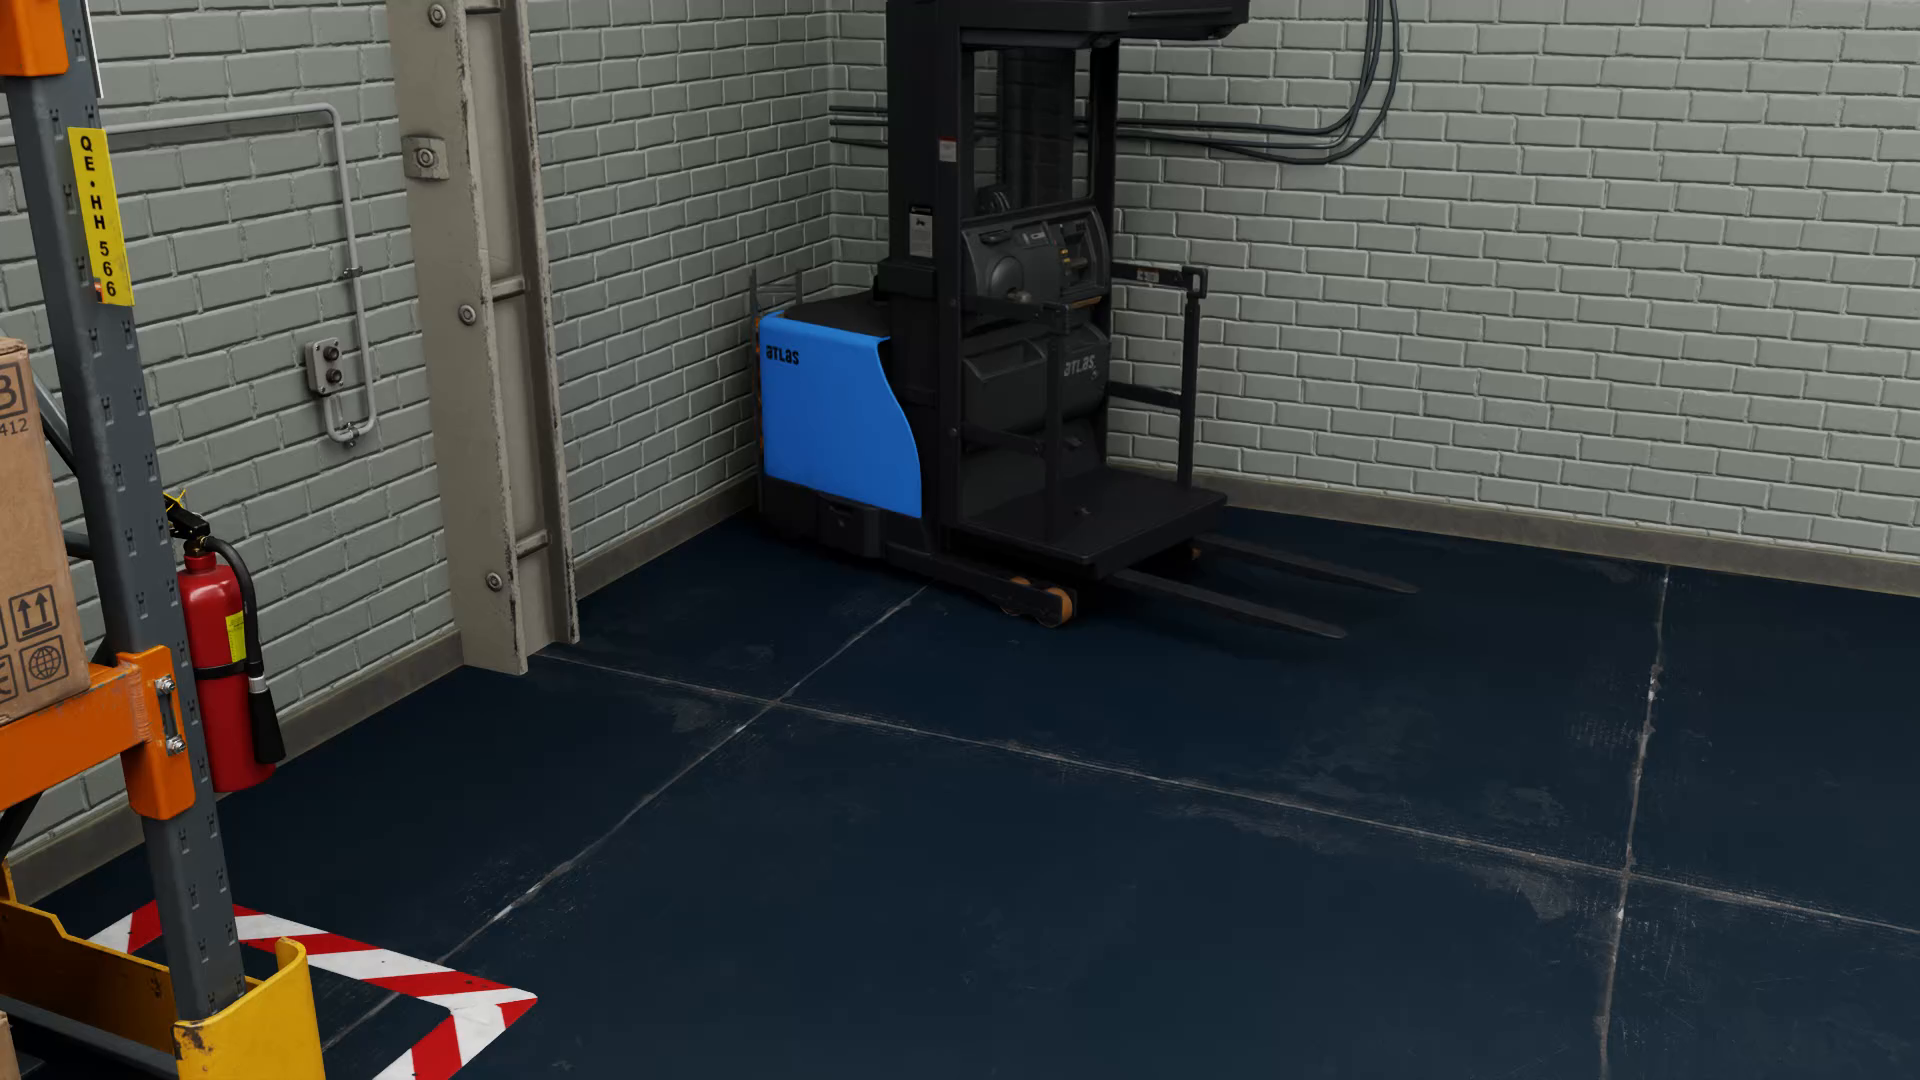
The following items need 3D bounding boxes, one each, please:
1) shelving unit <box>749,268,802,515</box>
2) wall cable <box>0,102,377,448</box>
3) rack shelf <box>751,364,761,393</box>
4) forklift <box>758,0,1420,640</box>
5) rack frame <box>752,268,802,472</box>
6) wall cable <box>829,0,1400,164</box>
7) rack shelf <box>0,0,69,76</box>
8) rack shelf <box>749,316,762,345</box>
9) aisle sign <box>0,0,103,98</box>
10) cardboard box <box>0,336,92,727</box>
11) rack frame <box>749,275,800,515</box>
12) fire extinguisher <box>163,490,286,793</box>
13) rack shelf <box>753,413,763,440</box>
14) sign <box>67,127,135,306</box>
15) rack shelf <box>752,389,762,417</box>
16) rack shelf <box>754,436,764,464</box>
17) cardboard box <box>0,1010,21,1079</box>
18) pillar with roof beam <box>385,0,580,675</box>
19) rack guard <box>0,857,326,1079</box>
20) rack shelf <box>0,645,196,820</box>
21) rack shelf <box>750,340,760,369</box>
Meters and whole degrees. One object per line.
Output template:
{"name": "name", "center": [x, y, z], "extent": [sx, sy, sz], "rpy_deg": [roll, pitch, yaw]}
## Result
{"name": "shelving unit", "center": [-0.891, -0.726, 8.216], "extent": [0.258, 1.200, 0.189], "rpy_deg": [-1, 19, -2]}
{"name": "wall cable", "center": [-2.431, -1.022, 4.850], "extent": [0.084, 1.984, 1.851], "rpy_deg": [9, 21, 23]}
{"name": "rack shelf", "center": [-0.891, -0.797, 8.191], "extent": [0.258, 0.103, 0.180], "rpy_deg": [-1, 19, -2]}
{"name": "forklift", "center": [0.498, -1.214, 7.009], "extent": [3.031, 2.935, 1.130], "rpy_deg": [16, 25, 38]}
{"name": "rack frame", "center": [-0.895, -0.756, 8.302], "extent": [0.240, 1.200, 0.006], "rpy_deg": [-1, 19, -2]}
{"name": "wall cable", "center": [0.550, -3.066, 7.793], "extent": [3.097, 2.526, 0.112], "rpy_deg": [9, 21, 23]}
{"name": "rack shelf", "center": [-2.911, -0.485, 1.453], "extent": [1.077, 0.370, 4.000], "rpy_deg": [9, 21, 23]}
{"name": "rack shelf", "center": [-0.891, -1.024, 8.113], "extent": [0.258, 0.103, 0.180], "rpy_deg": [-1, 19, -2]}
{"name": "aisle sign", "center": [-1.789, -1.228, 3.065], "extent": [0.394, 0.787, 0.004], "rpy_deg": [9, 21, 23]}
{"name": "cardboard box", "center": [-2.292, -0.006, 3.062], "extent": [0.980, 0.700, 0.700], "rpy_deg": [10, 22, 25]}
{"name": "rack frame", "center": [-0.887, -0.696, 8.130], "extent": [0.240, 1.200, 0.006], "rpy_deg": [-1, 19, -2]}
{"name": "fire extinguisher", "center": [-1.609, 0.207, 3.581], "extent": [0.296, 0.674, 0.183], "rpy_deg": [9, 21, 23]}
{"name": "rack shelf", "center": [-0.891, -0.570, 8.269], "extent": [0.258, 0.103, 0.180], "rpy_deg": [-1, 19, -2]}
{"name": "sign", "center": [-1.603, -0.600, 3.099], "extent": [0.100, 0.325, 0.005], "rpy_deg": [9, 21, 23]}
{"name": "rack shelf", "center": [-0.891, -0.684, 8.230], "extent": [0.258, 0.103, 0.180], "rpy_deg": [-1, 19, -2]}
{"name": "rack shelf", "center": [-0.891, -0.457, 8.308], "extent": [0.258, 0.103, 0.180], "rpy_deg": [-1, 19, -2]}
{"name": "cardboard box", "center": [-2.287, 1.186, 3.262], "extent": [0.700, 0.500, 0.500], "rpy_deg": [9, 21, 23]}
{"name": "pillar with roof beam", "center": [2.152, -3.202, 3.543], "extent": [9.100, 9.000, 0.400], "rpy_deg": [9, 21, 23]}
{"name": "rack guard", "center": [-2.082, 1.148, 3.994], "extent": [1.175, 0.500, 0.348], "rpy_deg": [9, 21, 23]}
{"name": "rack shelf", "center": [-2.911, 0.928, 1.956], "extent": [1.077, 0.370, 4.000], "rpy_deg": [9, 21, 23]}
{"name": "rack shelf", "center": [-0.891, -0.911, 8.152], "extent": [0.258, 0.103, 0.180], "rpy_deg": [-1, 19, -2]}
